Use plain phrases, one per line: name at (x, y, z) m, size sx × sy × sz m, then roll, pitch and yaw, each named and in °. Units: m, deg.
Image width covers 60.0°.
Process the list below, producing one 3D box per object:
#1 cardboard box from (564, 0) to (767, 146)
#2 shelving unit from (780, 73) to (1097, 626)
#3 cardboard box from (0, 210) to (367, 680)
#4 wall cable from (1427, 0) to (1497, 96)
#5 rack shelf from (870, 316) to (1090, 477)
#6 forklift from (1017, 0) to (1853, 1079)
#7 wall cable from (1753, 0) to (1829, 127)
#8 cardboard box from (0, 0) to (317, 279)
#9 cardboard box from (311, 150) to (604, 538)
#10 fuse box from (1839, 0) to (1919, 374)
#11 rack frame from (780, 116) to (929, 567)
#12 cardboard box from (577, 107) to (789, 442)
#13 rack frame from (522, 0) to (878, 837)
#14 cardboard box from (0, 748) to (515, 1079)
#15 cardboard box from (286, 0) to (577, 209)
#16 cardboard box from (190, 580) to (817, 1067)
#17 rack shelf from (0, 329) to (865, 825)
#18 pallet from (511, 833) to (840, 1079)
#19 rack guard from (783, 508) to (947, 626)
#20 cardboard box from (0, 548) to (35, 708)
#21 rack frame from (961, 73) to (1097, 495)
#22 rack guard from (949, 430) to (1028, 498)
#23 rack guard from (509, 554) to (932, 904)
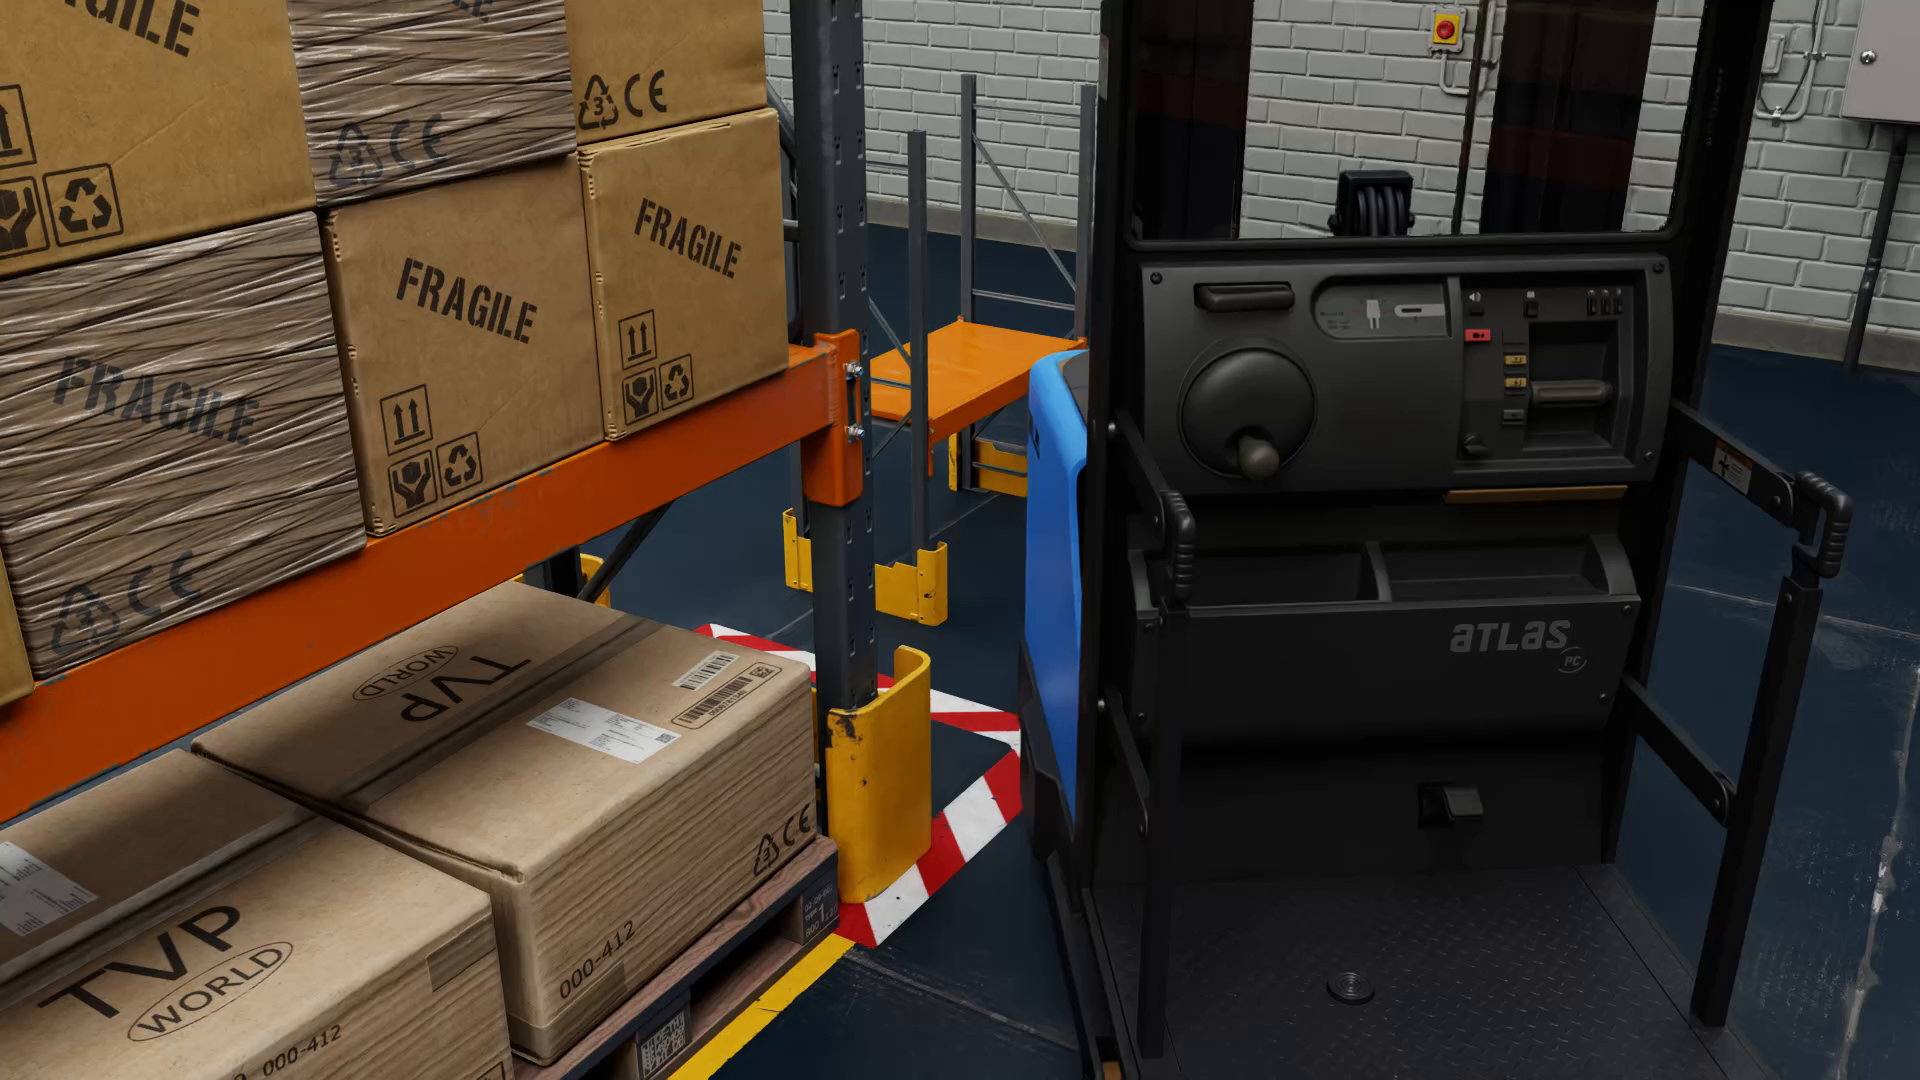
cardboard box at (-0.696, -0.995, 2.889) m, size 0.500 × 0.500 × 0.500 m, roll 15°, pitch 28°, yaw 31°
shelving unit at (-0.040, -0.663, 5.393) m, size 0.587 × 1.500 × 1.083 m, roll 14°, pitch 27°, yaw 29°
cardboard box at (-1.214, -0.189, 2.285) m, size 0.500 × 0.500 × 0.500 m, roll 15°, pitch 27°, yaw 30°
wall cable at (2.311, -3.092, 7.798) m, size 0.585 × 1.953 × 0.123 m, roll 14°, pitch 27°, yaw 29°
rack shelf at (-0.045, -0.494, 5.457) m, size 0.538 × 0.185 × 1.000 m, roll 14°, pitch 27°, yaw 29°
forklift at (0.793, -0.268, 2.679) m, size 1.130 × 2.935 × 3.031 m, roll -2°, pitch 23°, yaw -4°
wall cable at (3.522, -2.784, 7.127) m, size 0.588 × 1.984 × 0.122 m, roll 14°, pitch 27°, yaw 29°
cardboard box at (-1.210, -0.647, 2.083) m, size 0.500 × 0.500 × 0.500 m, roll 14°, pitch 27°, yaw 29°
cardboard box at (-0.951, -0.365, 2.691) m, size 0.500 × 0.500 × 0.500 m, roll 13°, pitch 27°, yaw 28°
fuse box at (4.019, -1.531, 7.132) m, size 0.539 × 1.711 × 0.414 m, roll 14°, pitch 27°, yaw 29°
rack frame at (-0.313, -0.488, 4.989) m, size 0.500 × 1.500 × 0.032 m, roll 14°, pitch 27°, yaw 29°
cardboard box at (-0.673, -0.531, 3.075) m, size 0.500 × 0.500 × 0.500 m, roll 14°, pitch 27°, yaw 29°
rack frame at (-0.644, -0.703, 3.599) m, size 1.000 × 3.000 × 0.127 m, roll 14°, pitch 27°, yaw 29°
cardboard box at (-1.383, 0.834, 2.744) m, size 0.875 × 0.438 × 0.875 m, roll 15°, pitch 27°, yaw 30°
cardboard box at (-0.946, -0.813, 2.467) m, size 0.500 × 0.500 × 0.500 m, roll 14°, pitch 27°, yaw 29°
cardboard box at (-0.907, 0.524, 3.461) m, size 0.875 × 0.438 × 0.875 m, roll 13°, pitch 27°, yaw 27°
rack shelf at (-1.699, 0.302, 2.182) m, size 1.077 × 0.370 × 4.000 m, roll 14°, pitch 27°, yaw 29°
pallet at (-0.999, 0.863, 3.491) m, size 1.003 × 0.211 × 1.213 m, roll 14°, pitch 27°, yaw 29°
rack guard at (-0.303, 0.079, 5.253) m, size 0.587 × 0.250 × 0.087 m, roll 14°, pitch 27°, yaw 29°
cardboard box at (-1.475, -0.012, 1.876) m, size 0.500 × 0.500 × 0.500 m, roll 15°, pitch 27°, yaw 30°
rack frame at (0.223, -0.831, 5.782) m, size 0.500 × 1.500 × 0.032 m, roll 14°, pitch 27°, yaw 29°
rack guard at (0.222, -0.257, 6.029) m, size 0.587 × 0.250 × 0.087 m, roll 14°, pitch 27°, yaw 29°
rack guard at (-0.631, 0.436, 4.114) m, size 1.175 × 0.500 × 0.348 m, roll 14°, pitch 27°, yaw 29°
